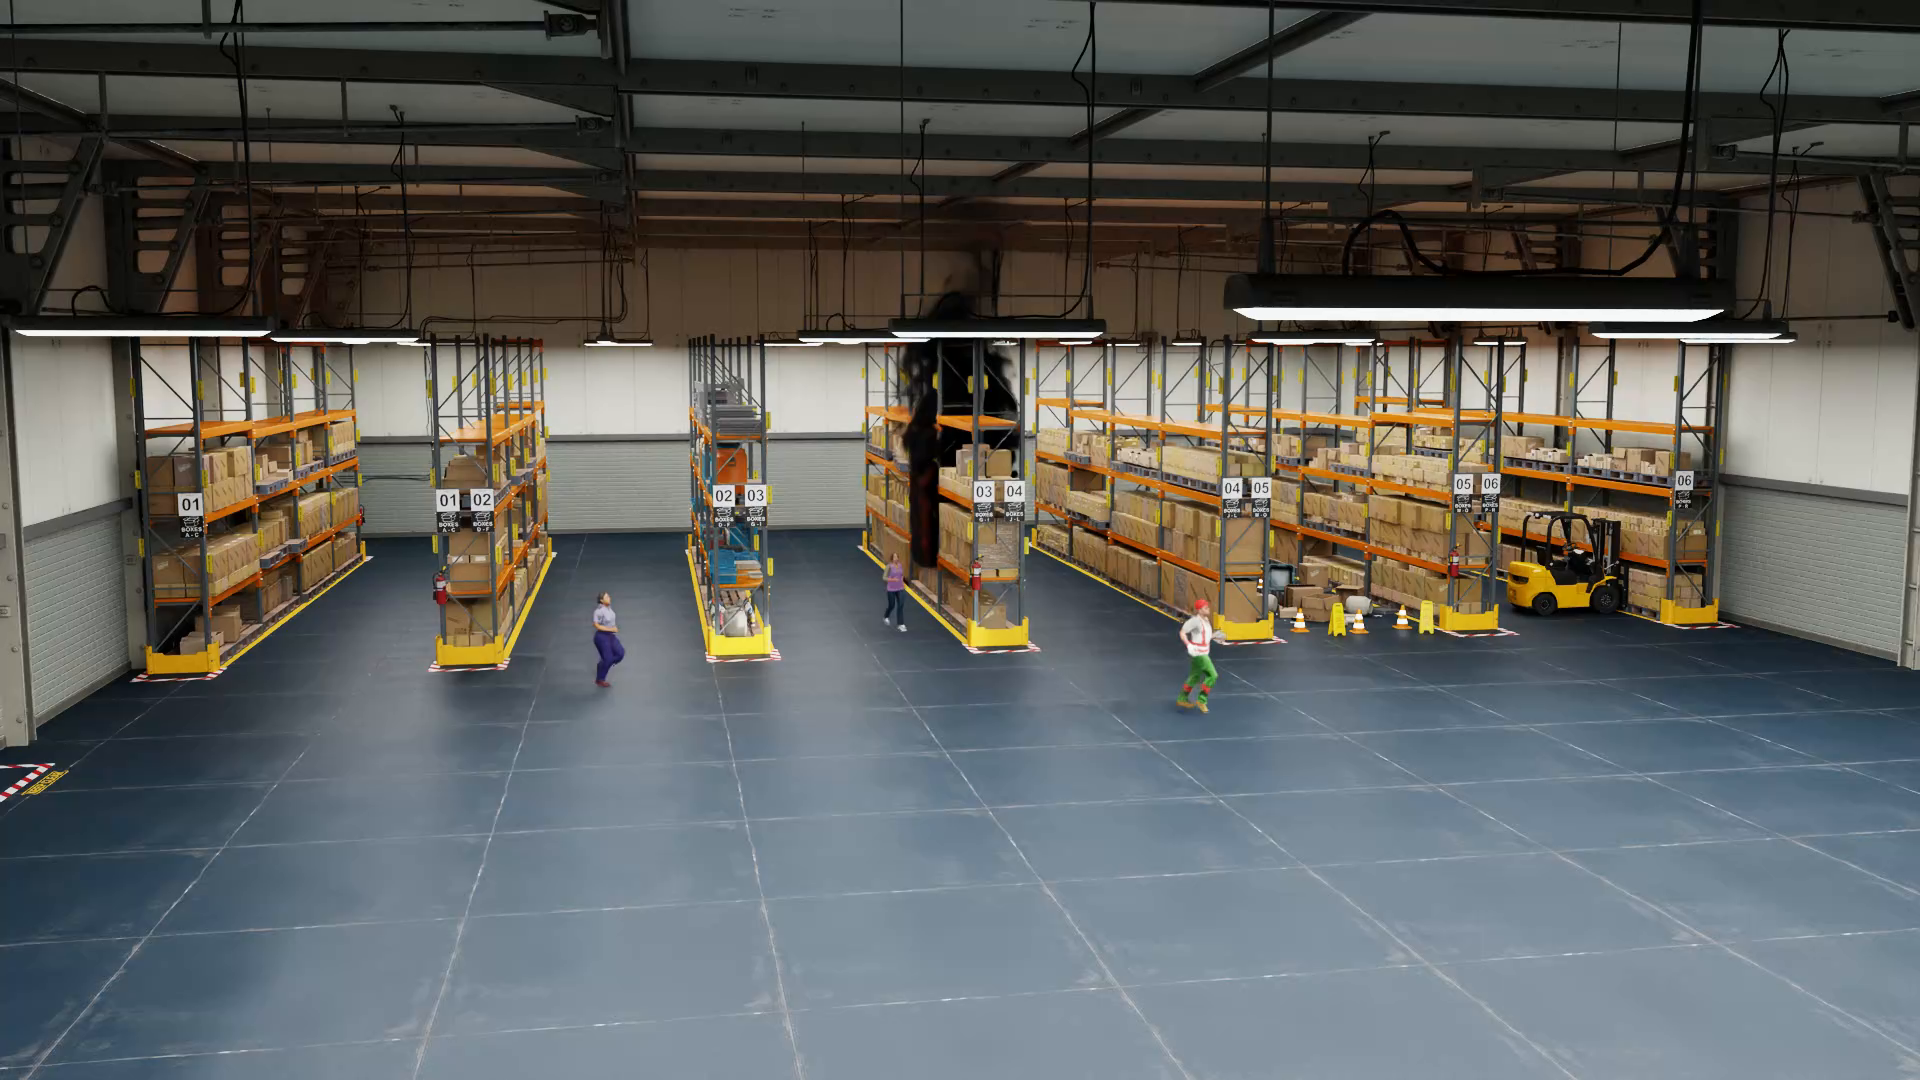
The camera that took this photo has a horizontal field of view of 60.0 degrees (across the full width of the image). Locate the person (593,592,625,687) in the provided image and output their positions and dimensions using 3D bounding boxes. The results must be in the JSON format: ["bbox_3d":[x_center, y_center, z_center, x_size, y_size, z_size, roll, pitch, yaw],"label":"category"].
[{"bbox_3d":[-6.011,1.690,28.327,0.512,1.603,0.641,1,7,11],"label":"person"}]

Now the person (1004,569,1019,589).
[{"bbox_3d":[1.220,0.332,39.726,0.640,1.705,0.645,-2,7,-15],"label":"person"}]

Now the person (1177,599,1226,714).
[{"bbox_3d":[3.818,1.840,26.345,0.746,1.832,0.616,2,7,18],"label":"person"}]

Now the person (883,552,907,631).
[{"bbox_3d":[-1.322,1.025,33.842,0.545,1.580,0.873,-3,7,-27],"label":"person"}]
